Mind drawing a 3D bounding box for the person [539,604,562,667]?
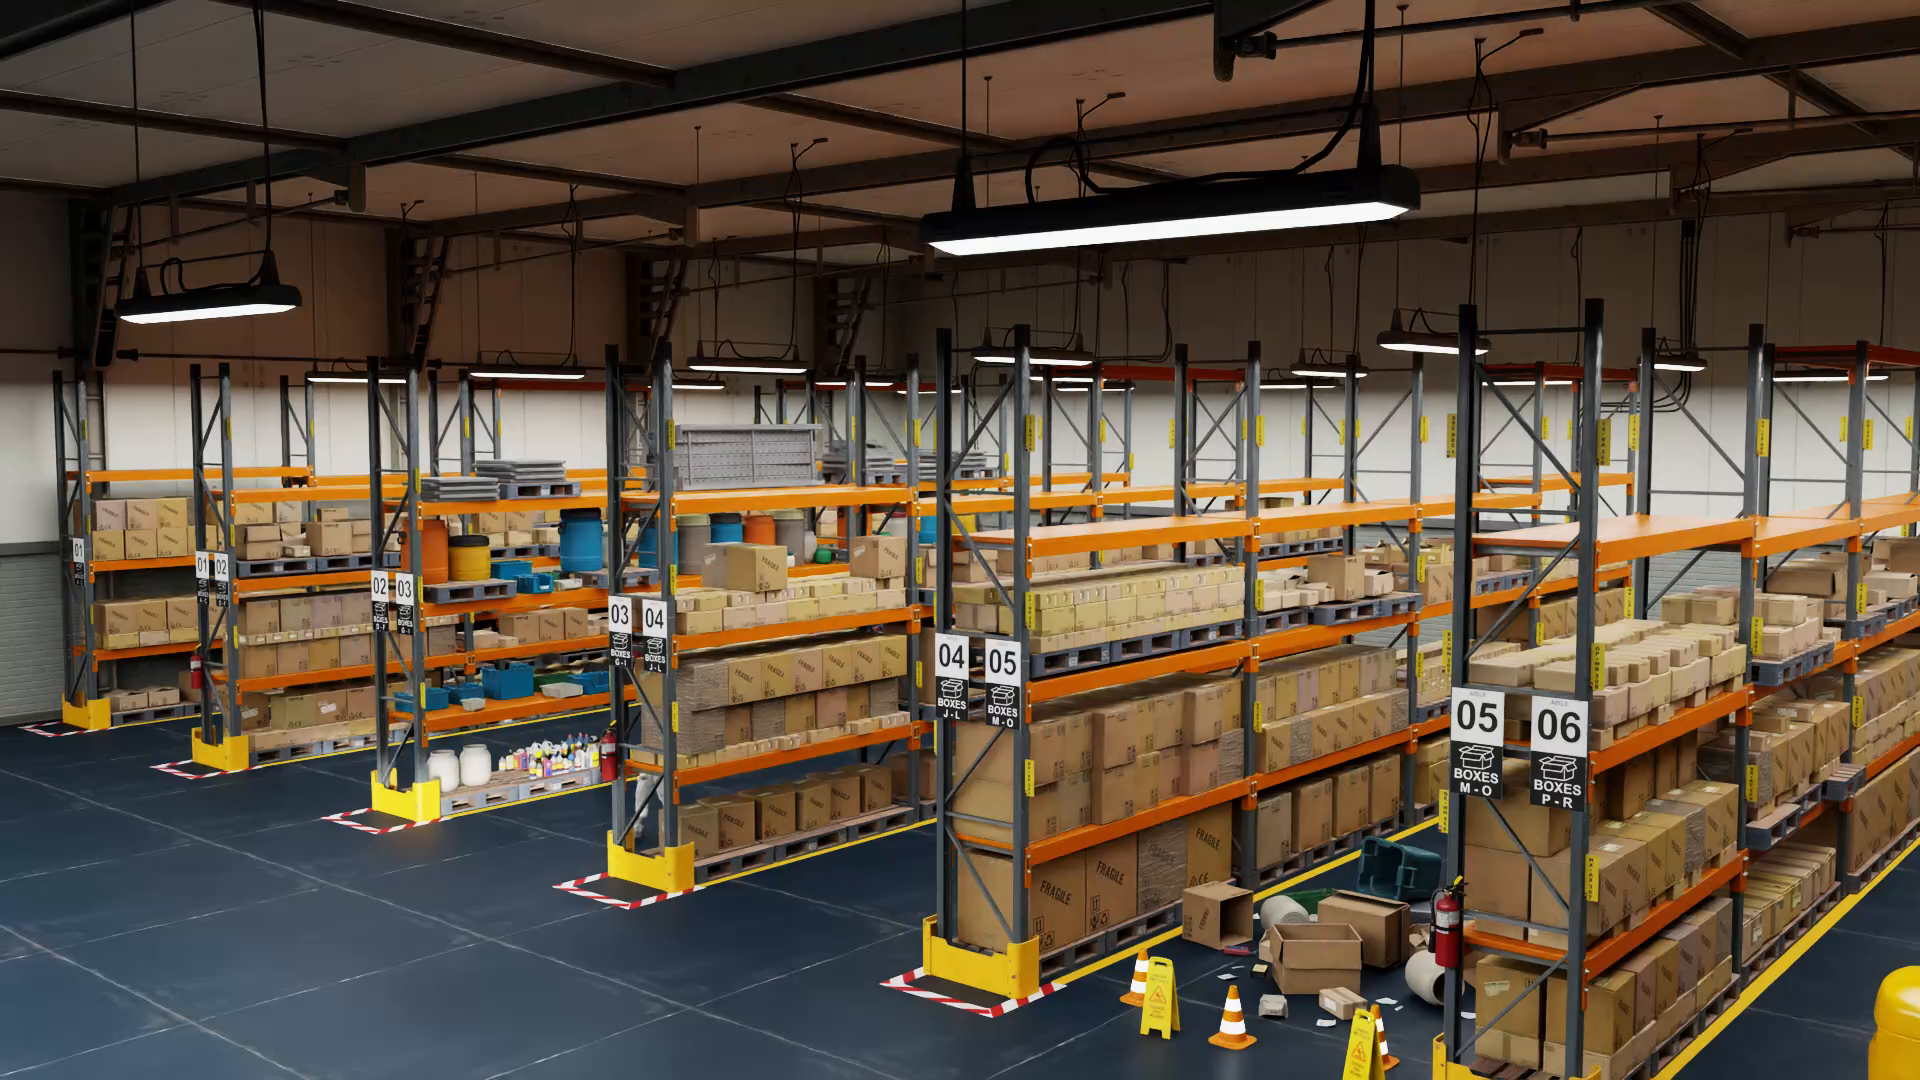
[{"bbox_3d":[-7.897,1.989,31.692,0.484,1.763,0.579,-4,5,-40],"label":"person"}]

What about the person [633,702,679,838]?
[{"bbox_3d":[-3.823,2.801,20.478,0.811,1.791,0.583,-2,5,-31],"label":"person"}]
